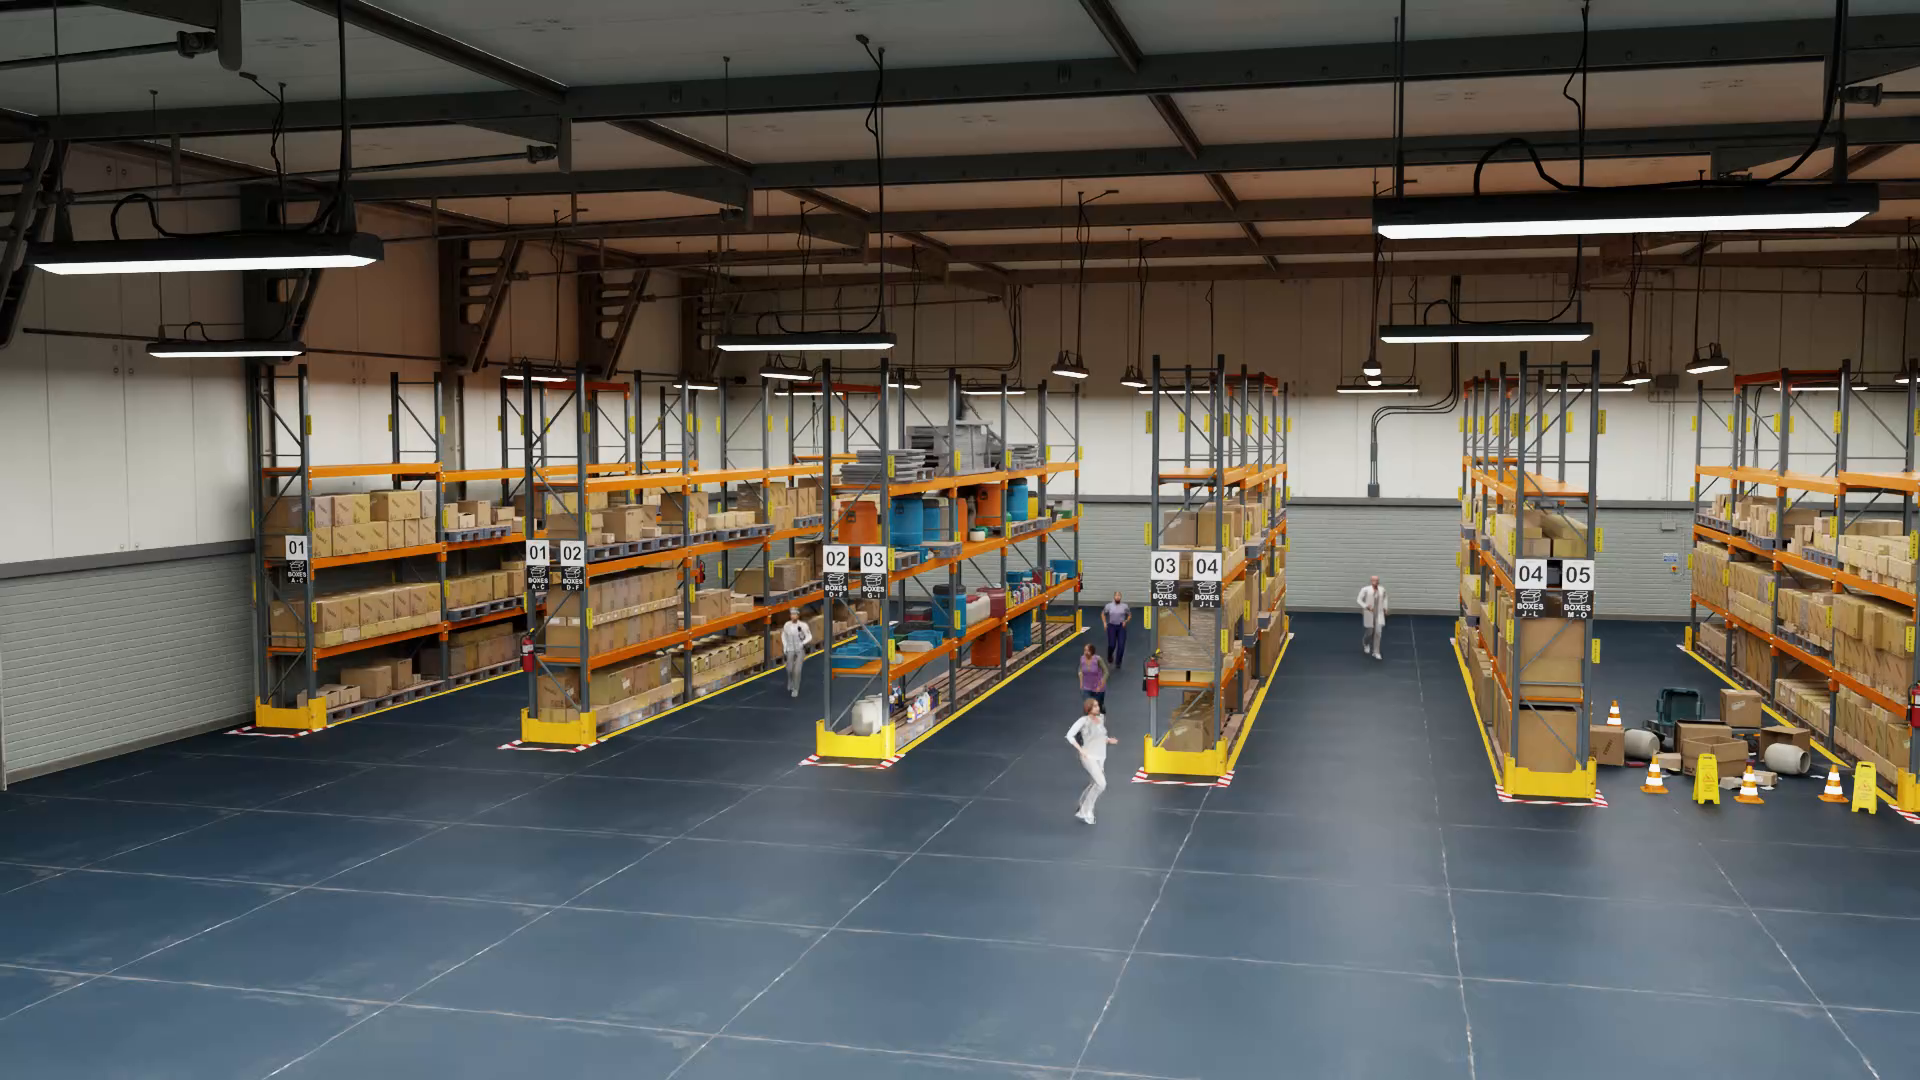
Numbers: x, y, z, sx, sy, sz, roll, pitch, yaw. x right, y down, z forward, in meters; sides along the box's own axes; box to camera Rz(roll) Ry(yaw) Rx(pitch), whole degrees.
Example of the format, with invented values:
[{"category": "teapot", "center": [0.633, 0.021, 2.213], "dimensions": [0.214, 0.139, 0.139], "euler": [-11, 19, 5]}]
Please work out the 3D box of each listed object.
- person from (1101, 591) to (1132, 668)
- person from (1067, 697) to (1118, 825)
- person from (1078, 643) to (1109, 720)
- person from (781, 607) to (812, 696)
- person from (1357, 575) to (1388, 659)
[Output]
[{"category": "person", "center": [3.226, 1.852, 34.163], "dimensions": [0.615, 1.584, 0.551], "euler": [0, 4, 0]}, {"category": "person", "center": [1.682, 2.770, 20.842], "dimensions": [0.613, 1.588, 0.520], "euler": [3, 5, 41]}, {"category": "person", "center": [2.139, 2.407, 26.583], "dimensions": [0.538, 1.585, 0.894], "euler": [2, 4, 22]}, {"category": "person", "center": [-3.036, 2.059, 30.741], "dimensions": [0.604, 1.668, 0.566], "euler": [0, 4, 6]}, {"category": "person", "center": [8.923, 1.644, 35.939], "dimensions": [0.713, 1.776, 0.955], "euler": [0, 4, 0]}]
